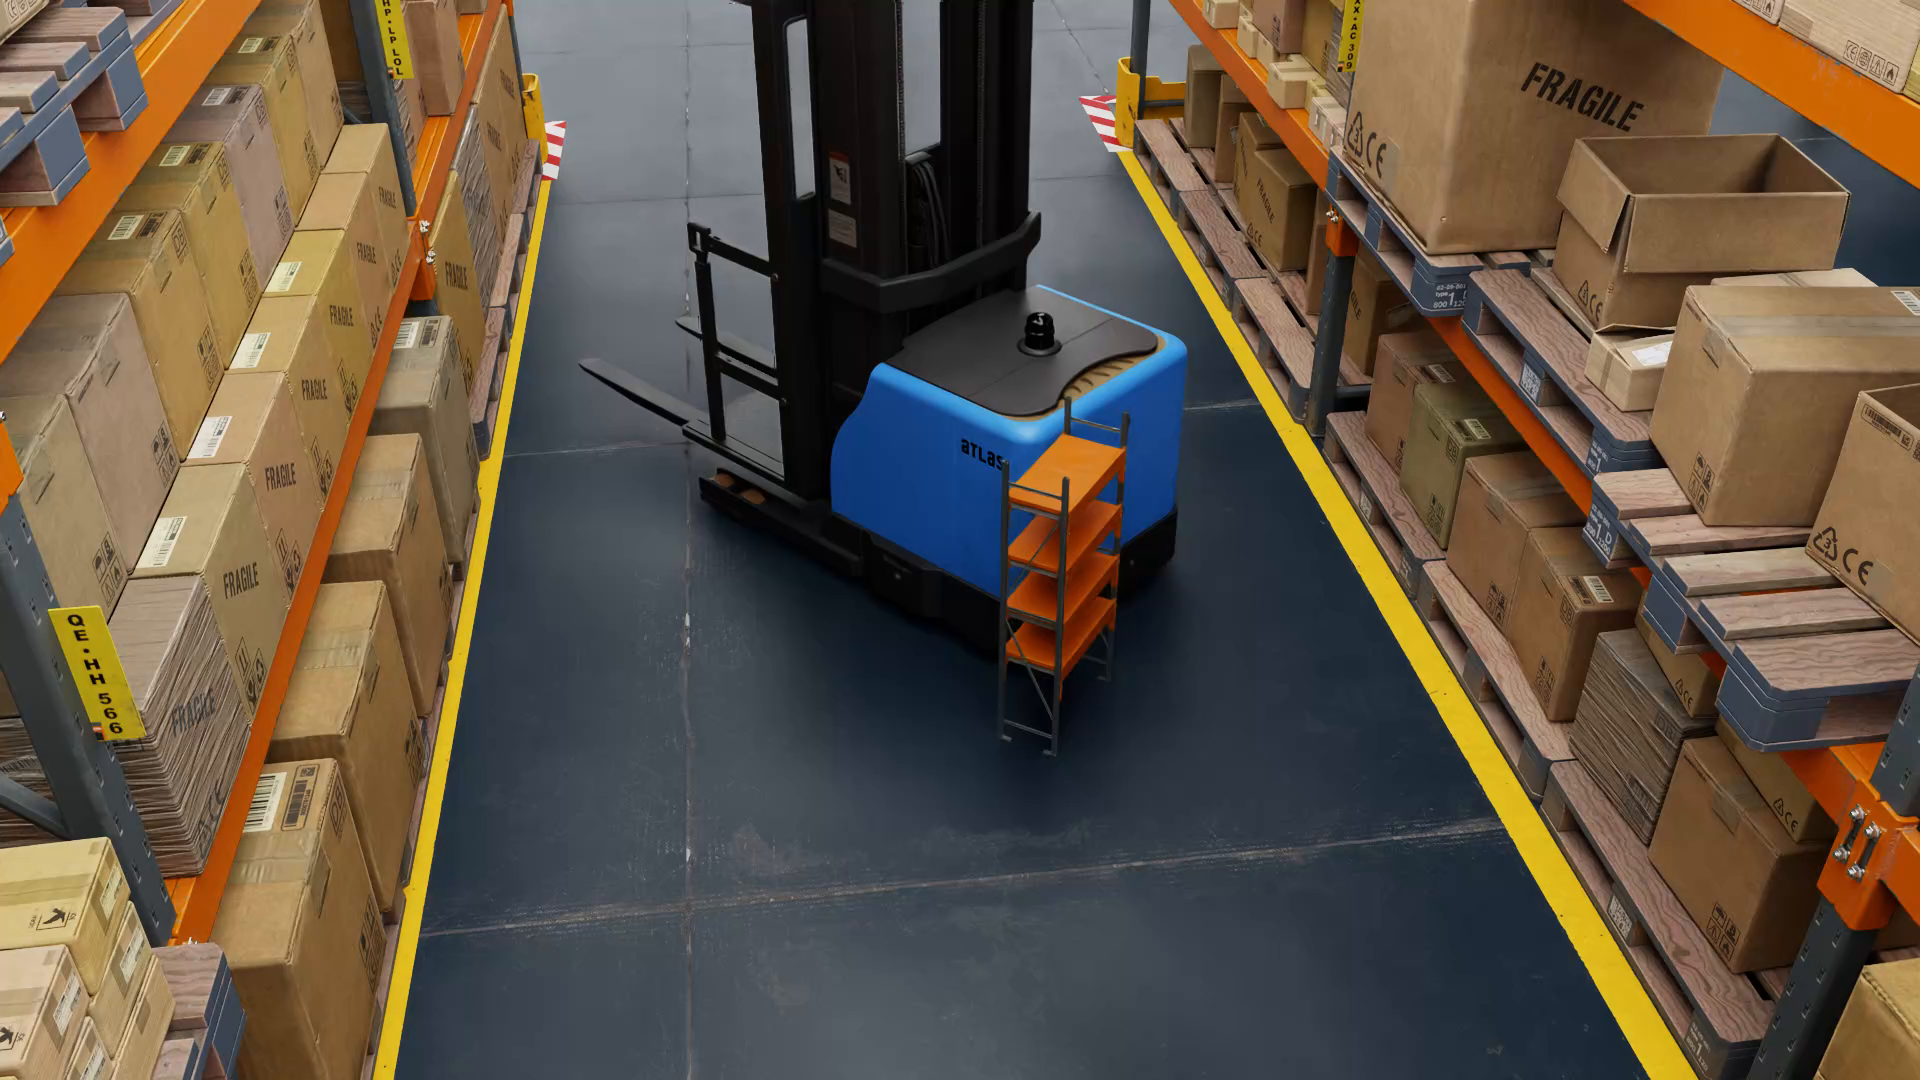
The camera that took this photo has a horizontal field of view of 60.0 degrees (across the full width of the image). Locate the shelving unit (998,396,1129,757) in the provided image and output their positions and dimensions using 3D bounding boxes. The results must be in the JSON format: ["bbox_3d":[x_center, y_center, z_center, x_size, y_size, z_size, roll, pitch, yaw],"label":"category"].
[{"bbox_3d":[0.364,0.143,5.974,0.258,1.200,0.503,17,38,23],"label":"shelving unit"}]

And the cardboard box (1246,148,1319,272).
[{"bbox_3d":[1.911,-1.822,9.107,0.500,0.500,0.500,-7,35,-11],"label":"cardboard box"}]

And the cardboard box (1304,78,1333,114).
[{"bbox_3d":[1.853,-2.074,7.853,0.380,0.149,0.250,-4,35,-6],"label":"cardboard box"}]

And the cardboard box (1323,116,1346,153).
[{"bbox_3d":[1.851,-1.789,7.435,0.380,0.149,0.250,-4,35,-6],"label":"cardboard box"}]

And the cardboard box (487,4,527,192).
[{"bbox_3d":[-3.138,-2.631,9.960,0.875,0.875,0.875,-4,34,-6],"label":"cardboard box"}]

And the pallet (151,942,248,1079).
[{"bbox_3d":[-2.018,1.225,2.960,1.213,0.211,1.003,-4,35,-6],"label":"pallet"}]

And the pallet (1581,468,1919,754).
[{"bbox_3d":[2.508,0.126,4.572,1.213,0.211,1.003,-4,35,-6],"label":"pallet"}]

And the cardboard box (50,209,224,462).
[{"bbox_3d":[-2.410,-0.518,4.370,0.700,0.500,0.500,-5,35,-7],"label":"cardboard box"}]

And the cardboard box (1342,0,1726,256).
[{"bbox_3d":[2.140,-1.763,6.268,1.000,1.000,1.000,-4,34,-6],"label":"cardboard box"}]

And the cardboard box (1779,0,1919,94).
[{"bbox_3d":[2.322,-1.264,3.910,0.500,0.250,0.500,-4,35,-7],"label":"cardboard box"}]

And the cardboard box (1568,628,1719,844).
[{"bbox_3d":[2.512,0.607,5.525,0.700,0.500,0.500,-7,35,-10],"label":"cardboard box"}]

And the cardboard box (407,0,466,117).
[{"bbox_3d":[-2.871,-2.359,7.914,0.875,0.550,0.550,-4,35,-6],"label":"cardboard box"}]

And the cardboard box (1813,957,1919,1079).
[{"bbox_3d":[2.782,1.528,3.859,1.225,0.875,0.875,-6,35,-9],"label":"cardboard box"}]

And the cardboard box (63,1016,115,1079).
[{"bbox_3d":[-1.664,0.953,2.774,0.380,0.149,0.250,-3,34,-5],"label":"cardboard box"}]

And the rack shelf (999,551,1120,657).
[{"bbox_3d":[0.364,0.199,6.012,0.258,0.148,0.480,17,38,23],"label":"rack shelf"}]

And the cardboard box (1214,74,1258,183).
[{"bbox_3d":[1.815,-2.488,10.083,0.500,0.500,0.500,4,35,6],"label":"cardboard box"}]

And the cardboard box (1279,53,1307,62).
[{"bbox_3d":[1.806,-2.354,8.264,0.380,0.149,0.250,-4,35,-6],"label":"cardboard box"}]

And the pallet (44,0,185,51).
[{"bbox_3d":[-2.512,-1.385,4.123,1.003,0.211,1.213,-3,34,-4],"label":"pallet"}]

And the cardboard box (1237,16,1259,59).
[{"bbox_3d":[1.664,-2.628,8.665,0.380,0.149,0.250,-4,35,-6],"label":"cardboard box"}]

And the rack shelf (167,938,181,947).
[{"bbox_3d":[-1.950,2.169,2.042,1.077,0.370,4.000,-4,35,-6],"label":"rack shelf"}]

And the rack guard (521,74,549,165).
[{"bbox_3d":[-3.298,-2.689,10.752,1.175,0.500,0.348,-4,35,-6],"label":"rack guard"}]

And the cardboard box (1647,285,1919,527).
[{"bbox_3d":[2.423,-0.381,4.683,0.700,0.500,0.500,0,34,1],"label":"cardboard box"}]

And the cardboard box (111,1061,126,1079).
[{"bbox_3d":[-1.666,1.065,2.873,0.380,0.149,0.250,-4,35,-7],"label":"cardboard box"}]

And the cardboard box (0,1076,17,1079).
[{"bbox_3d":[-1.632,0.965,2.492,0.380,0.149,0.250,-3,34,-5],"label":"cardboard box"}]

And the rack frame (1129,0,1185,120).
[{"bbox_3d":[1.634,-4.028,10.497,1.000,3.000,0.127,-4,35,-6],"label":"rack frame"}]

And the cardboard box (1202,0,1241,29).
[{"bbox_3d":[1.541,-2.902,9.068,0.380,0.149,0.250,-4,35,-6],"label":"cardboard box"}]

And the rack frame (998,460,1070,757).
[{"bbox_3d":[0.249,0.264,5.797,0.240,1.200,0.015,17,38,23],"label":"rack frame"}]

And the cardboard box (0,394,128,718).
[{"bbox_3d":[-2.270,0.050,3.536,0.700,0.500,0.500,-5,35,-7],"label":"cardboard box"}]

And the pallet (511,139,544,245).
[{"bbox_3d":[-3.110,-2.116,10.167,1.003,0.211,1.213,-4,35,-6],"label":"pallet"}]

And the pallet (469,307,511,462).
[{"bbox_3d":[-2.782,-0.754,8.169,1.003,0.211,1.213,-4,35,-6],"label":"pallet"}]

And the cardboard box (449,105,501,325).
[{"bbox_3d":[-2.897,-1.631,8.493,0.875,0.875,0.875,-4,34,-6],"label":"cardboard box"}]

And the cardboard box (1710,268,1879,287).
[{"bbox_3d":[2.712,-0.628,5.268,0.500,0.250,0.500,-5,35,-8],"label":"cardboard box"}]

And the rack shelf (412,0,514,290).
[{"bbox_3d":[-3.026,-2.295,8.593,1.077,0.370,4.000,-4,35,-6],"label":"rack shelf"}]

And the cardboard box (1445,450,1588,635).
[{"bbox_3d":[2.354,-0.020,6.445,0.700,0.500,0.500,-7,35,-10],"label":"cardboard box"}]

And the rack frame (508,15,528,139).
[{"bbox_3d":[-3.295,-3.708,10.028,1.000,3.000,0.127,-4,35,-6],"label":"rack frame"}]

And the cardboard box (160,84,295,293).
[{"bbox_3d":[-2.546,-1.085,5.202,0.700,0.500,0.500,-4,34,-6],"label":"cardboard box"}]

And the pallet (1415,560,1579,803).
[{"bbox_3d":[2.445,0.473,6.368,1.003,0.211,1.213,-4,35,-6],"label":"pallet"}]

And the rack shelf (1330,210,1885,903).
[{"bbox_3d":[2.440,-0.382,5.786,1.077,0.370,4.000,-4,35,-6],"label":"rack shelf"}]

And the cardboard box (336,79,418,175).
[{"bbox_3d":[-2.818,-1.743,7.011,0.875,0.550,0.550,-4,35,-6],"label":"cardboard box"}]

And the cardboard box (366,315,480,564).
[{"bbox_3d":[-2.584,-0.381,6.770,1.050,0.750,0.750,-5,35,-7],"label":"cardboard box"}]

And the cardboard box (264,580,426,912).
[{"bbox_3d":[-2.333,0.678,5.217,1.050,0.750,0.750,-4,34,-6],"label":"cardboard box"}]

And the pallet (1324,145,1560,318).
[{"bbox_3d":[2.130,-1.279,6.633,1.003,0.211,1.213,-4,35,-6],"label":"pallet"}]

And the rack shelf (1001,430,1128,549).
[{"bbox_3d":[0.364,-0.182,5.753,0.258,0.148,0.480,17,38,23],"label":"rack shelf"}]

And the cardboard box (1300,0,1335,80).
[{"bbox_3d":[2.140,-2.497,7.898,0.875,0.500,0.500,-4,35,-6],"label":"cardboard box"}]

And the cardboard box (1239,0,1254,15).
[{"bbox_3d":[1.947,-3.051,8.710,0.875,0.500,0.500,-4,35,-6],"label":"cardboard box"}]

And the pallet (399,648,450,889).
[{"bbox_3d":[-2.411,0.783,5.913,1.003,0.211,1.213,-4,35,-6],"label":"pallet"}]

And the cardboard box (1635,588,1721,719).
[{"bbox_3d":[2.508,0.311,5.293,0.500,0.250,0.500,-1,34,-1],"label":"cardboard box"}]

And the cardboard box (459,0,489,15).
[{"bbox_3d":[-3.105,-3.262,9.239,0.875,0.550,0.550,-4,35,-6],"label":"cardboard box"}]

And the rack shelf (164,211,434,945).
[{"bbox_3d":[-2.488,-0.063,5.318,1.077,0.370,4.000,-4,35,-6],"label":"rack shelf"}]

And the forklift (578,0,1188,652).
[{"bbox_3d":[-0.523,-1.462,6.793,3.031,2.935,1.130,27,43,34],"label":"forklift"}]

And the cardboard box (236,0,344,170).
[{"bbox_3d":[-2.684,-1.654,6.037,0.700,0.500,0.500,-5,35,-7],"label":"cardboard box"}]

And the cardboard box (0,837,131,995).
[{"bbox_3d":[-1.699,0.679,2.912,0.380,0.149,0.250,-6,35,-8],"label":"cardboard box"}]

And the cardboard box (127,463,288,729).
[{"bbox_3d":[-2.083,0.160,4.263,0.500,0.500,0.500,-5,35,-7],"label":"cardboard box"}]

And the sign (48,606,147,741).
[{"bbox_3d":[-1.683,0.264,3.242,0.100,0.325,0.005,-4,35,-6],"label":"sign"}]

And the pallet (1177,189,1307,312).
[{"bbox_3d":[1.879,-1.698,9.554,1.003,0.211,1.213,-4,35,-6],"label":"pallet"}]

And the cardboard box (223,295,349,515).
[{"bbox_3d":[-2.215,-0.400,5.084,0.500,0.500,0.500,-5,35,-7],"label":"cardboard box"}]

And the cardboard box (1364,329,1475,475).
[{"bbox_3d":[2.233,-0.600,7.296,0.700,0.500,0.500,-7,35,-10],"label":"cardboard box"}]

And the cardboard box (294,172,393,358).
[{"bbox_3d":[-2.354,-0.965,5.913,0.500,0.500,0.500,-5,35,-7],"label":"cardboard box"}]

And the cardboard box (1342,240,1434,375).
[{"bbox_3d":[2.157,-1.162,8.139,0.500,0.500,0.500,-5,35,-8],"label":"cardboard box"}]
